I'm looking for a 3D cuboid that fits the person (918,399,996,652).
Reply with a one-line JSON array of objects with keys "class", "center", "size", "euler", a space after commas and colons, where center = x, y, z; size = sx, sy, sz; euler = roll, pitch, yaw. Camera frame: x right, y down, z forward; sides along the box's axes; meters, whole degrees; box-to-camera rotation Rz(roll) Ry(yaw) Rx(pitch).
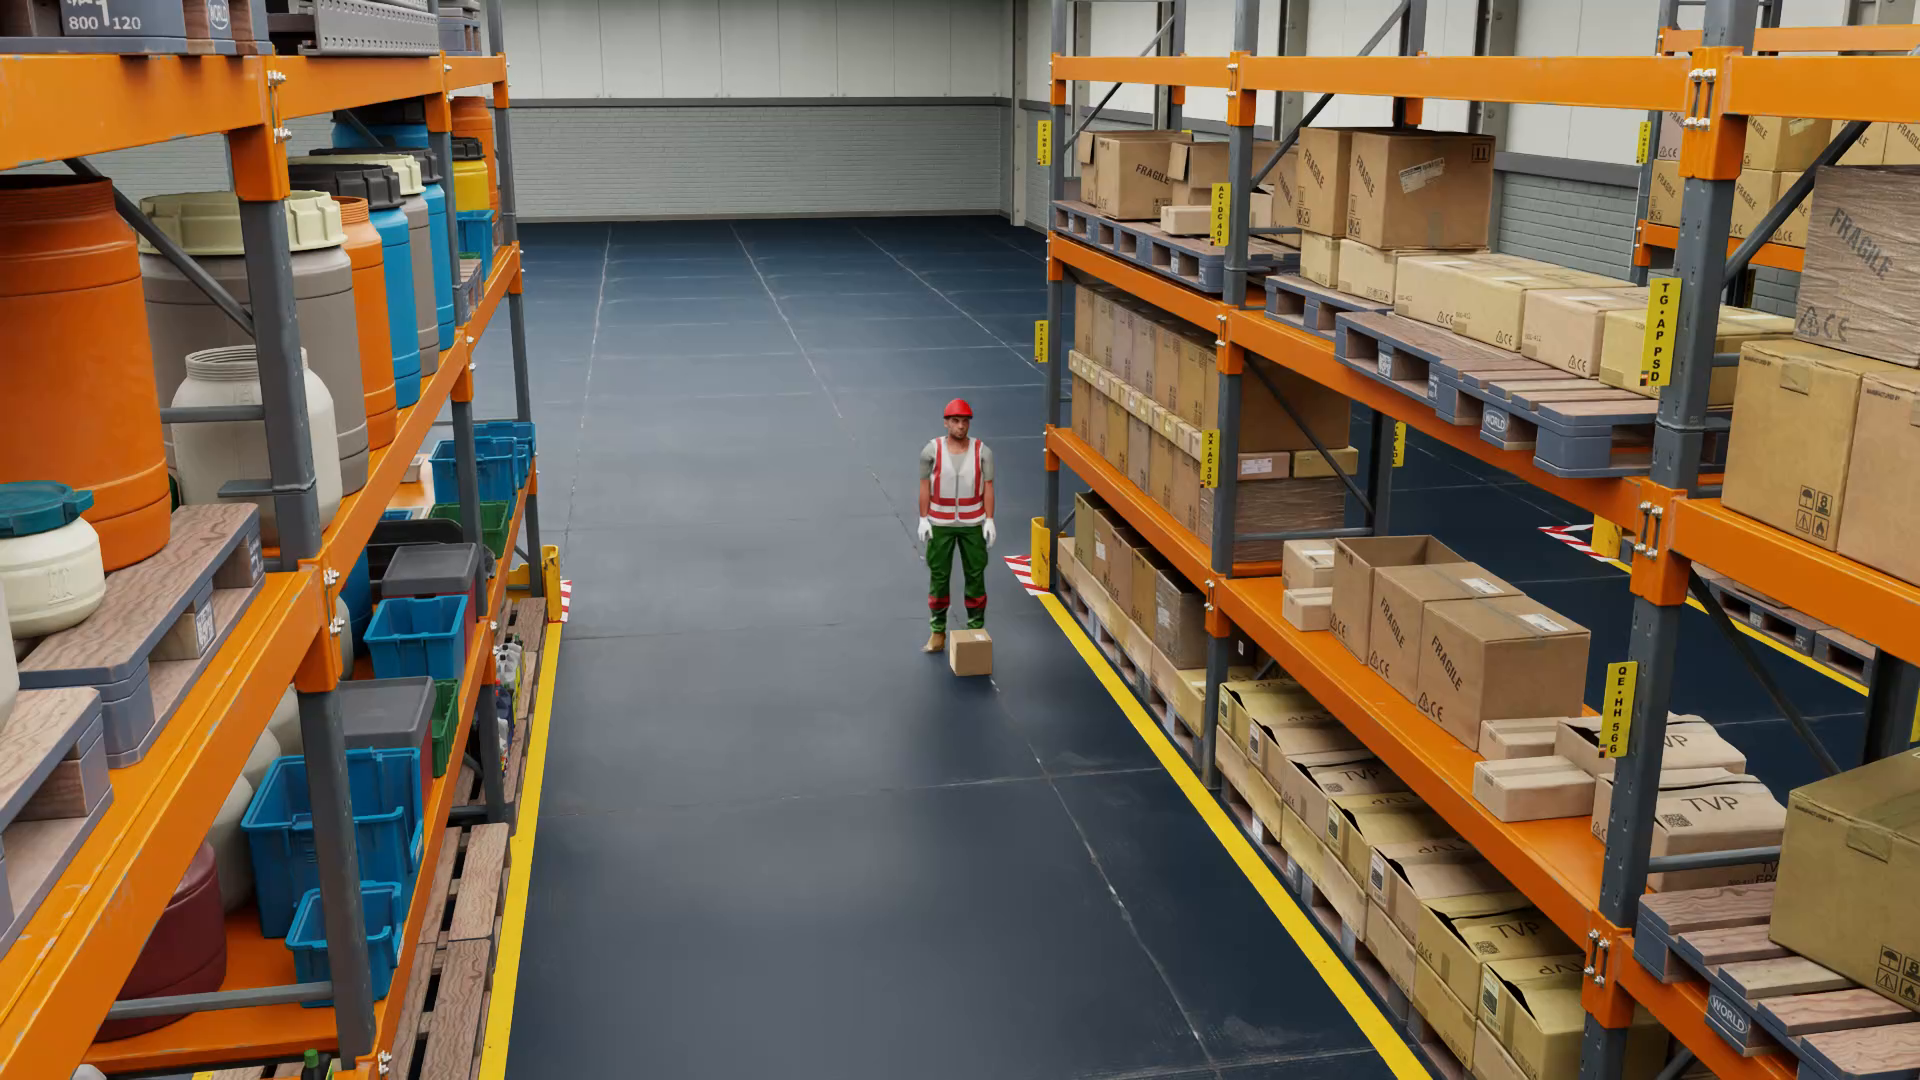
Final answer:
[{"class": "person", "center": [-0.024, -0.106, 11.800], "size": [0.556, 1.808, 0.337], "euler": [-1, 16, -3]}]
